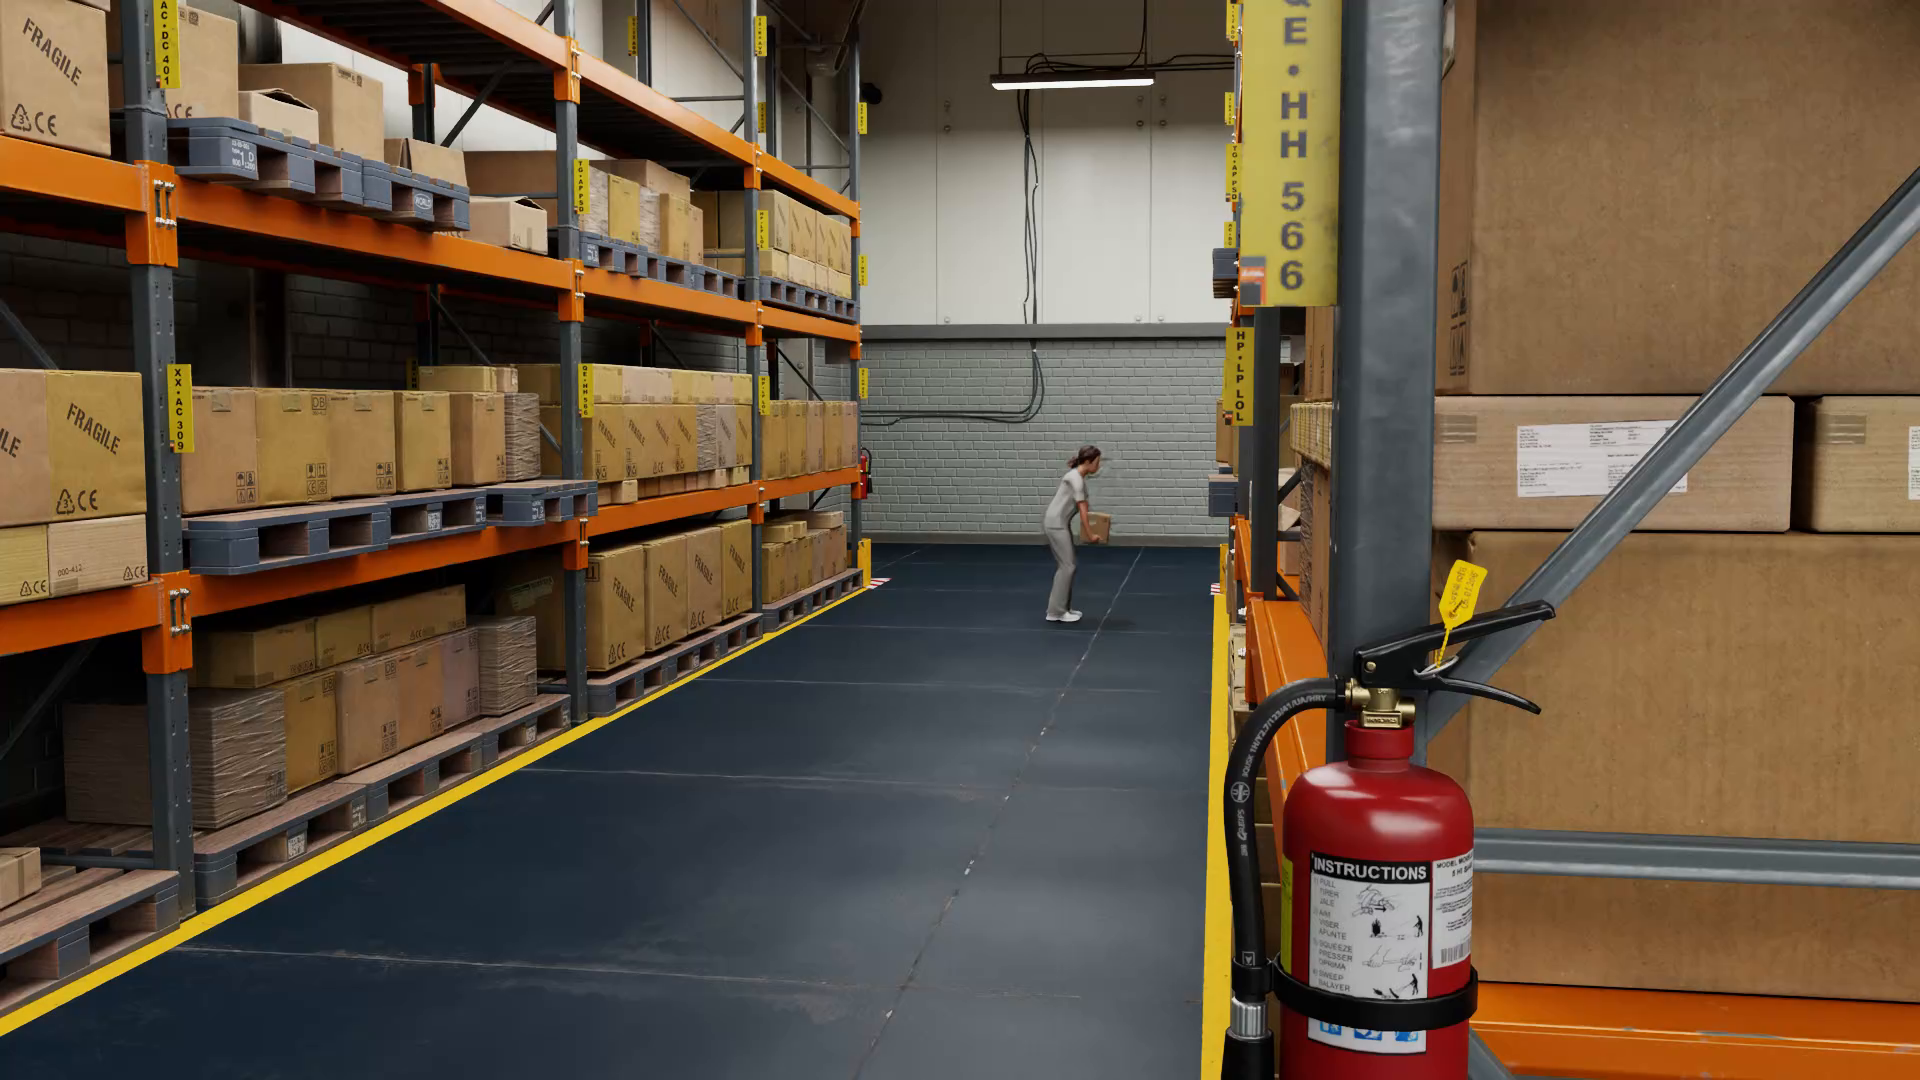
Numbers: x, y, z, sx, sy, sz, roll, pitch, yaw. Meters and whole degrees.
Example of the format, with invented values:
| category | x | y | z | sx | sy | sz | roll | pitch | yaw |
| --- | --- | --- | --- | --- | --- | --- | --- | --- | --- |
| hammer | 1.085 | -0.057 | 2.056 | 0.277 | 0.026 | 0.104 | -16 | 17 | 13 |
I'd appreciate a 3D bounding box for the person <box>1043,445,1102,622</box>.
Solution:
| category | x | y | z | sx | sy | sz | roll | pitch | yaw |
| --- | --- | --- | --- | --- | --- | --- | --- | --- | --- |
| person | 1.035 | -0.066 | 15.172 | 0.550 | 1.606 | 0.407 | 1 | 5 | 8 |
